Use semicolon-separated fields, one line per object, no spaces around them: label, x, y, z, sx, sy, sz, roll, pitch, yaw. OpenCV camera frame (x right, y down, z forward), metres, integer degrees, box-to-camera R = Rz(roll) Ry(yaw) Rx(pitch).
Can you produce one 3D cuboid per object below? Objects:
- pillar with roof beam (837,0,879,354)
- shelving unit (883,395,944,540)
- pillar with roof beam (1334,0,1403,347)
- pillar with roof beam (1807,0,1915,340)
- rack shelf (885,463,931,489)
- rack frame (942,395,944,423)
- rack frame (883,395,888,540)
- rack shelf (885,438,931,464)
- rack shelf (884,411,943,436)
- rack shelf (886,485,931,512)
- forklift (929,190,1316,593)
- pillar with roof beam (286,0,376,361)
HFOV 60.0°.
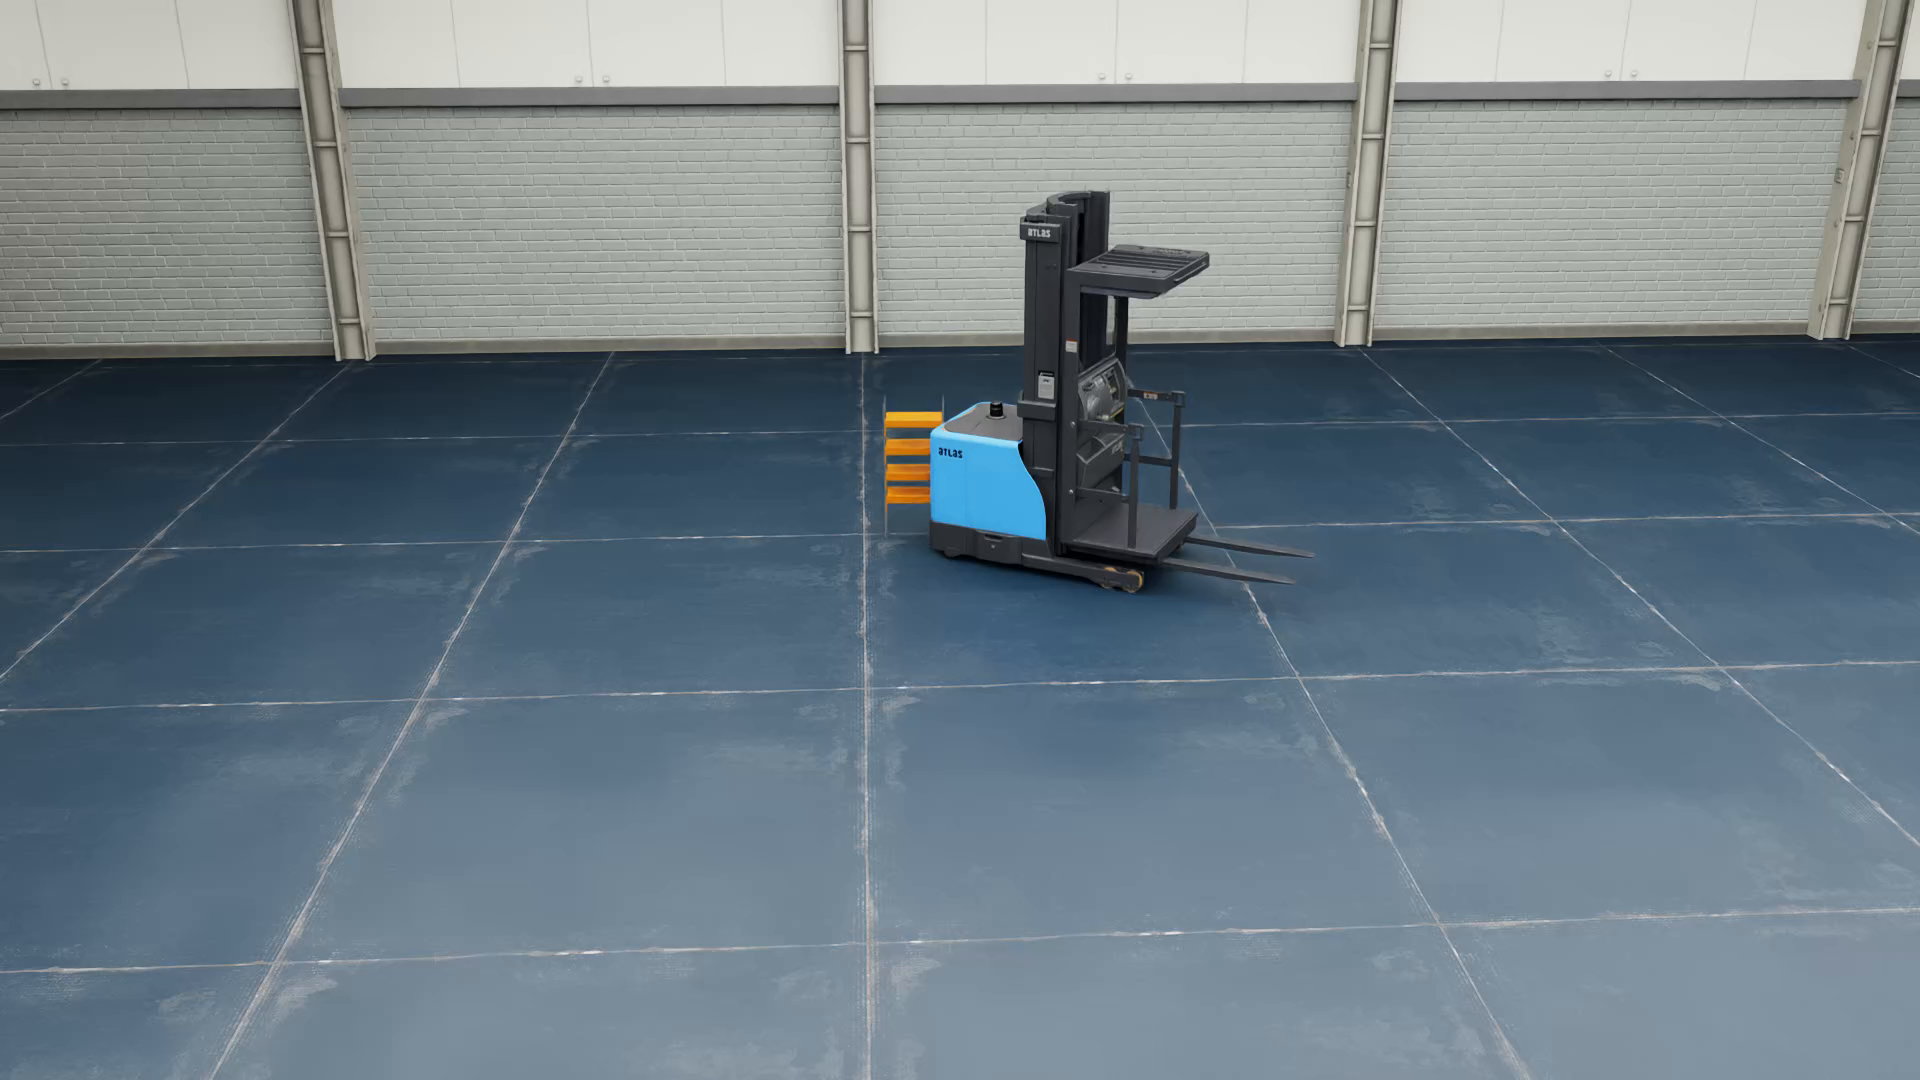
pillar with roof beam;-0.933;-4.968;14.455;0.400;9.000;9.100;-1;21;-3
shelving unit;-0.381;-0.601;13.944;0.503;1.200;0.258;0;21;0
pillar with roof beam;5.057;-5.090;14.775;0.400;9.000;9.100;-1;21;-3
pillar with roof beam;11.047;-5.212;15.095;0.400;9.000;9.100;-1;21;-3
rack shelf;-0.381;-0.538;13.968;0.480;0.148;0.258;0;21;0
rack frame;-0.137;-0.601;13.945;0.015;1.200;0.240;0;21;0
rack frame;-0.625;-0.600;13.943;0.015;1.200;0.240;0;21;0
rack shelf;-0.381;-0.747;13.888;0.480;0.148;0.258;0;21;0
rack shelf;-0.381;-0.968;13.804;0.480;0.148;0.258;0;21;0
rack shelf;-0.381;-0.352;14.038;0.480;0.148;0.258;0;21;0
forklift;1.304;-1.174;13.018;3.031;2.935;1.130;10;23;24
pillar with roof beam;-6.923;-4.847;14.135;0.400;9.000;9.100;-1;21;-3
